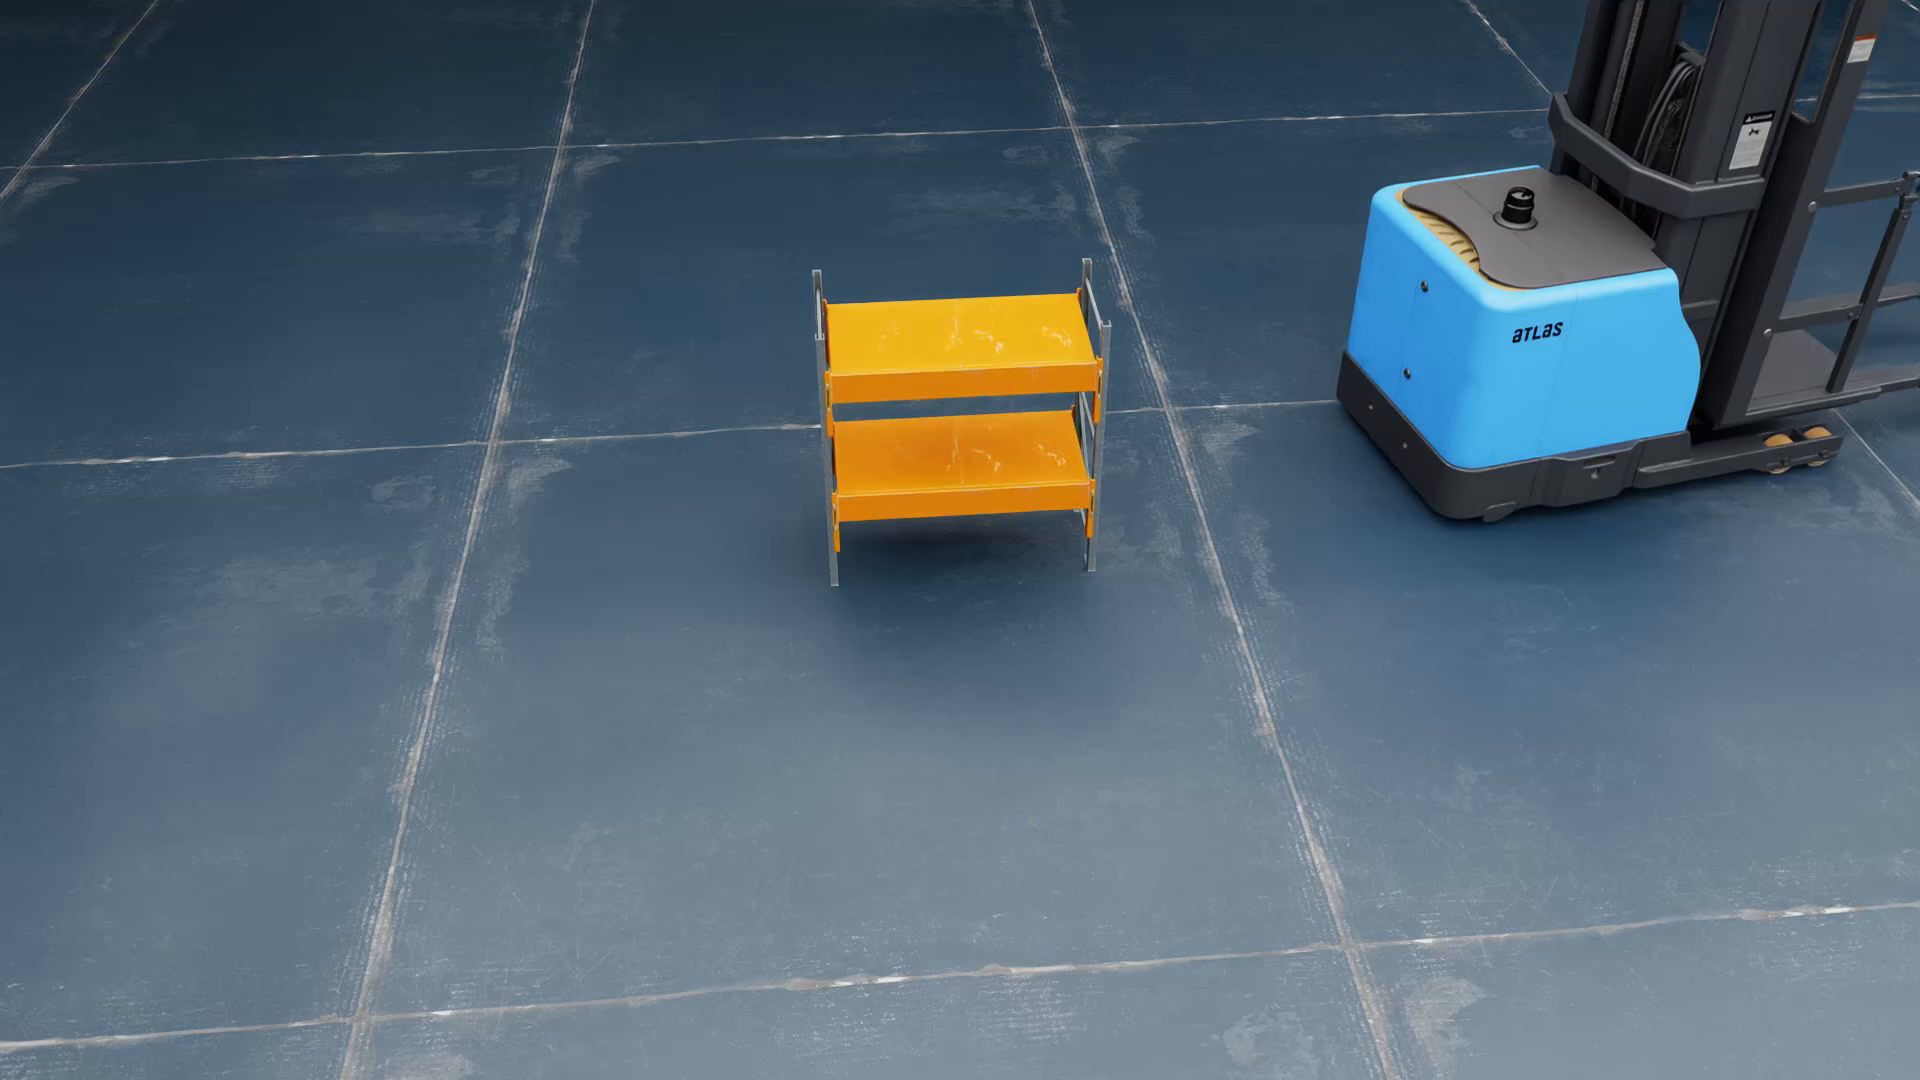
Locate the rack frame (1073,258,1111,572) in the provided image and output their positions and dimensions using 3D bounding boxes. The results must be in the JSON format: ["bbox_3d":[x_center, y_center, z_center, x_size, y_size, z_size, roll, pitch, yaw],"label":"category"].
[{"bbox_3d":[0.500,-0.469,6.436,0.032,1.125,0.500,-3,38,-4],"label":"rack frame"}]

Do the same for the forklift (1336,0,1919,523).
[{"bbox_3d":[3.262,-1.738,6.586,3.031,2.935,1.130,-10,39,-13],"label":"forklift"}]

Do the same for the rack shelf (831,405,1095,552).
[{"bbox_3d":[-0.007,-0.249,6.553,1.000,0.278,0.538,-3,38,-4],"label":"rack shelf"}]

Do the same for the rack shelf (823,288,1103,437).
[{"bbox_3d":[-0.007,-0.671,6.220,1.000,0.278,0.538,-3,38,-4],"label":"rack shelf"}]

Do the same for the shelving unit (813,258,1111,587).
[{"bbox_3d":[-0.007,-0.441,6.401,1.048,1.125,0.538,-3,38,-4],"label":"shelving unit"}]

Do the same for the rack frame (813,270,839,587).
[{"bbox_3d":[-0.513,-0.413,6.366,0.032,1.125,0.500,-3,38,-4],"label":"rack frame"}]
